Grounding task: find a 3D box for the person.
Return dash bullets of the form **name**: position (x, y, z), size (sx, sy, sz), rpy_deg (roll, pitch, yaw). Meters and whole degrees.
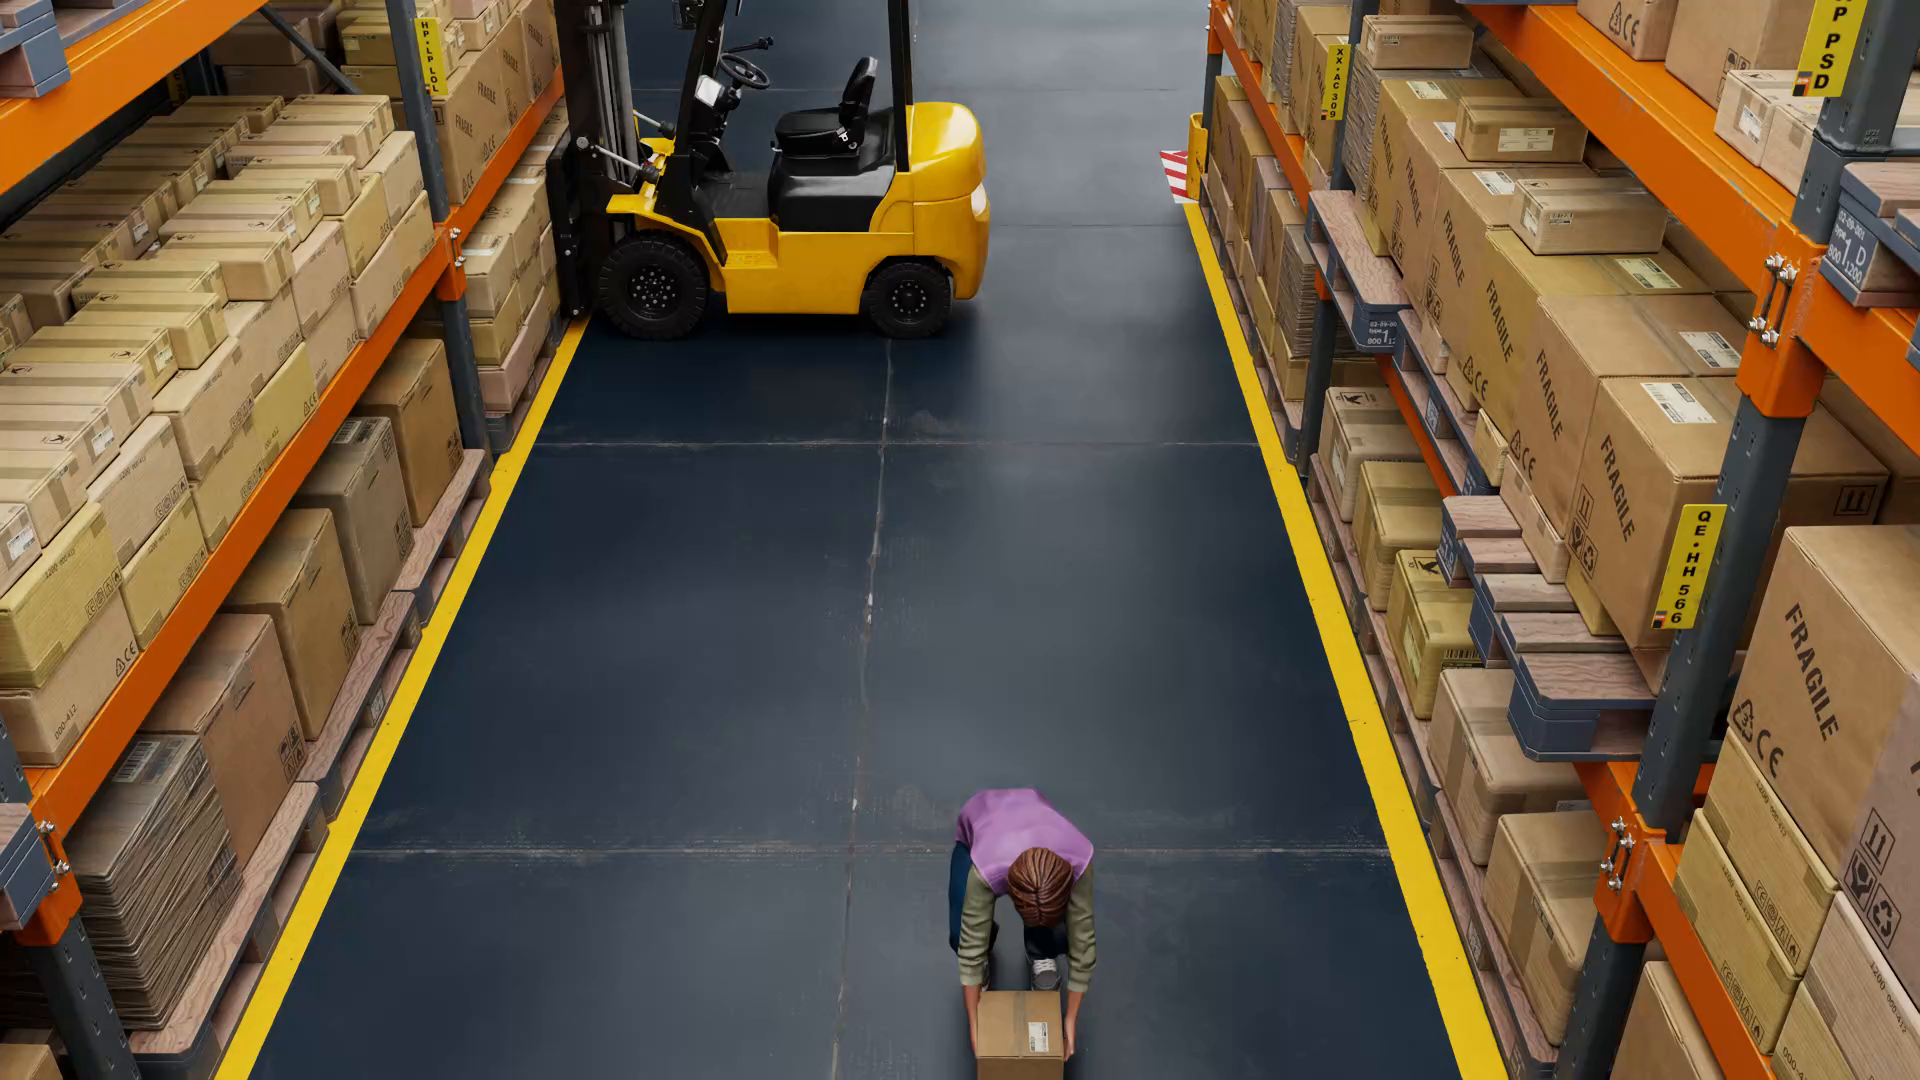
- **person**: position (0.183, 1.104, 5.114), size (0.442, 0.820, 0.802), rpy_deg (0, 32, 0)
